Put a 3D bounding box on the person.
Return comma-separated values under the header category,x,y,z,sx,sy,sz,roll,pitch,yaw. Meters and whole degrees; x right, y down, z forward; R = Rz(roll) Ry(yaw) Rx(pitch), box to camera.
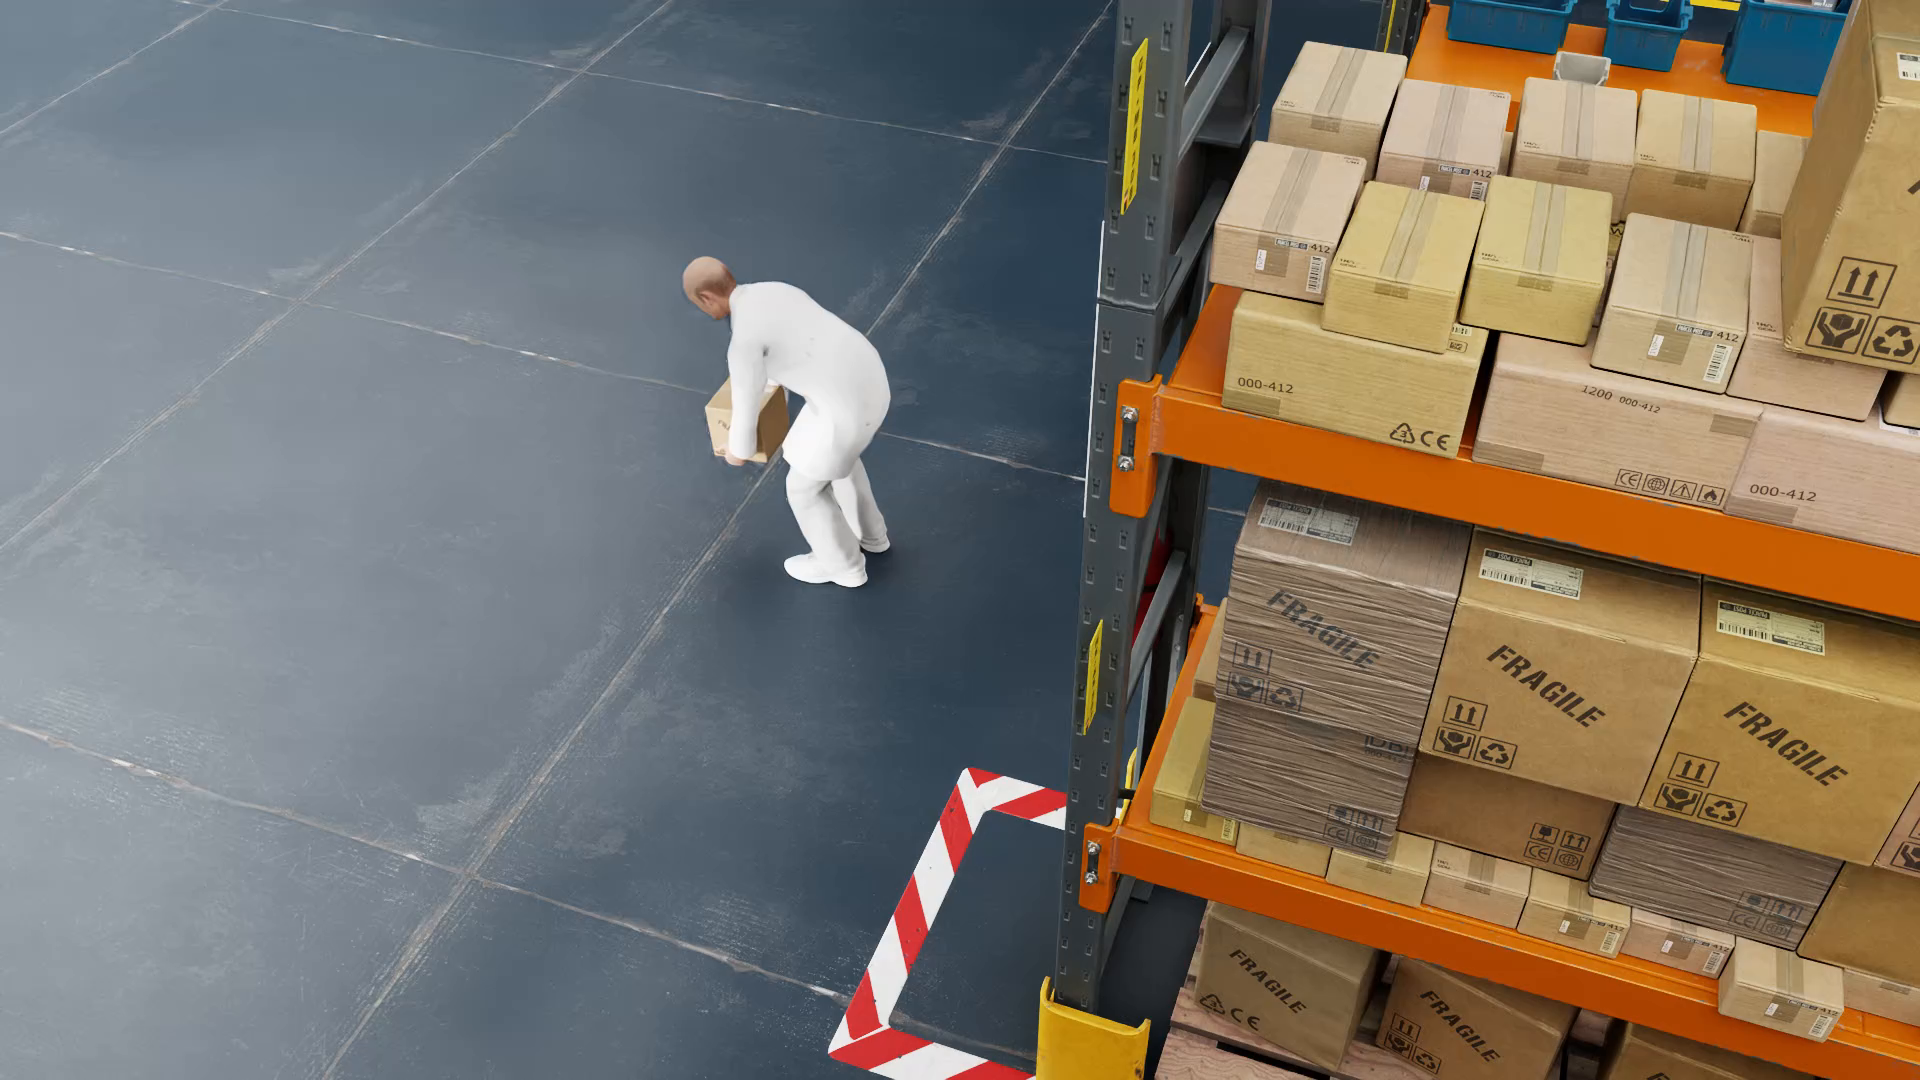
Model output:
category,x,y,z,sx,sy,sz,roll,pitch,yaw
person,-0.703,-0.508,6.997,0.835,1.464,0.558,12,42,14
